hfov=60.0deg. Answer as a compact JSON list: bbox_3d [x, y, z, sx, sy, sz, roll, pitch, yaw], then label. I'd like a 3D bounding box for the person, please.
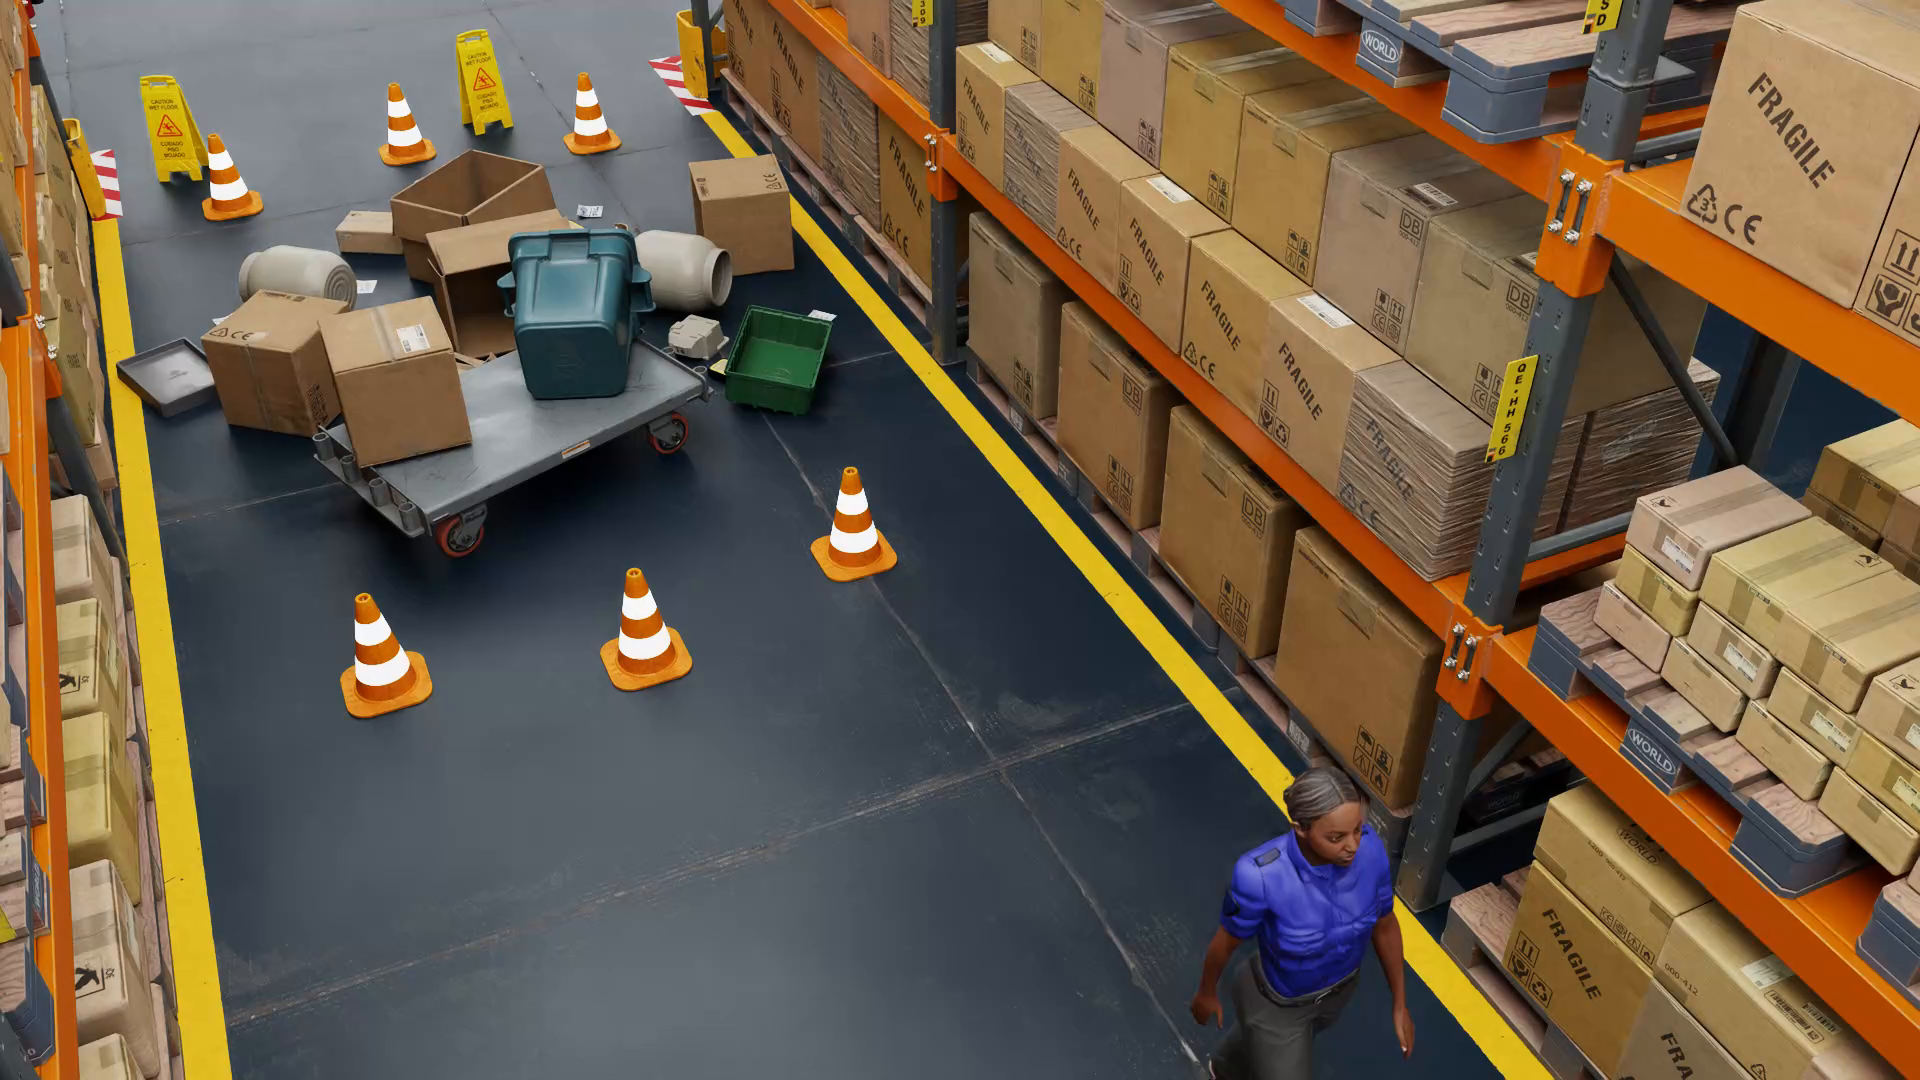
[{"bbox_3d":[0.962,1.285,4.476,0.485,1.620,0.872,-17,41,-21],"label":"person"}]
